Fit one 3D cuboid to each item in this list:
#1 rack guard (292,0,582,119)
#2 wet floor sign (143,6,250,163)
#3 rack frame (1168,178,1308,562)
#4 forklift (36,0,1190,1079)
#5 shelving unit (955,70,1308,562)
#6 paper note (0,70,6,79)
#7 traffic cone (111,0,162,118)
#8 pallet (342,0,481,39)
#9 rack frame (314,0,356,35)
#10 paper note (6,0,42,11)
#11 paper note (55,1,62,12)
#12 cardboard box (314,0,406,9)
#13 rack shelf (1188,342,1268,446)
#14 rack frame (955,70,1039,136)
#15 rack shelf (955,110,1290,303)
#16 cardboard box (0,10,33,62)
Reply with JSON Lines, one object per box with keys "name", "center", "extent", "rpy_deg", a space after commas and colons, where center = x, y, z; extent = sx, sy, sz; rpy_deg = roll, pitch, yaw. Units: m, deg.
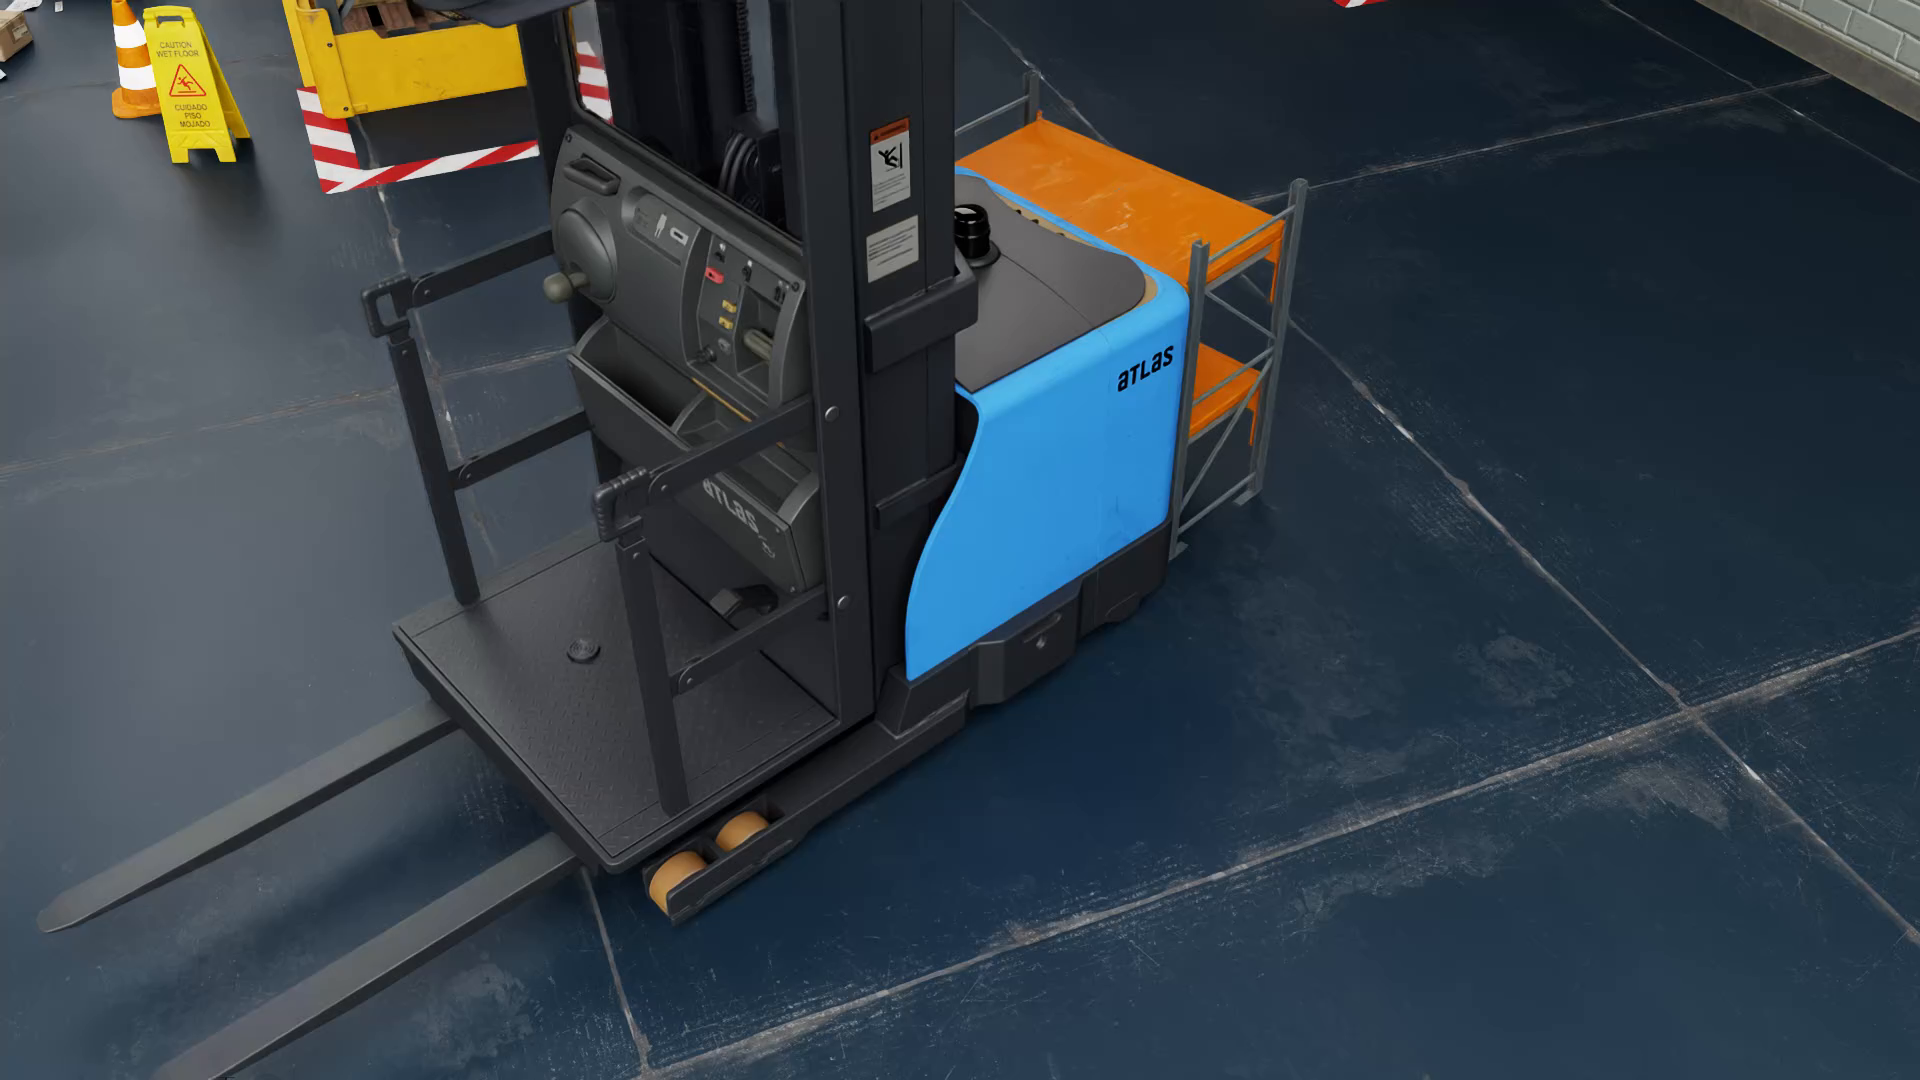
{"name": "rack guard", "center": [-2.358, -2.310, 7.553], "extent": [1.175, 0.500, 0.348], "rpy_deg": [-15, 43, -17]}
{"name": "wet floor sign", "center": [-3.245, -1.938, 7.009], "extent": [0.267, 0.644, 0.232], "rpy_deg": [-2, 41, -2]}
{"name": "rack frame", "center": [0.803, -0.478, 4.943], "extent": [0.032, 1.125, 0.500], "rpy_deg": [32, 50, 32]}
{"name": "forklift", "center": [-0.809, -0.556, 3.649], "extent": [3.031, 2.935, 1.130], "rpy_deg": [-30, 49, -30]}
{"name": "shelving unit", "center": [0.435, -0.706, 5.209], "extent": [1.048, 1.125, 0.538], "rpy_deg": [32, 50, 32]}
{"name": "paper note", "center": [-4.530, -2.159, 7.737], "extent": [0.148, 0.019, 0.142], "rpy_deg": [-31, 49, -31]}
{"name": "traffic cone", "center": [-3.686, -2.187, 7.439], "extent": [0.336, 0.463, 0.334], "rpy_deg": [-15, 43, -17]}
{"name": "pallet", "center": [-2.637, -2.699, 8.226], "extent": [1.003, 0.211, 1.213], "rpy_deg": [-15, 43, -17]}
{"name": "rack frame", "center": [-2.329, -3.212, 6.685], "extent": [1.000, 3.000, 0.127], "rpy_deg": [-15, 43, -17]}
{"name": "paper note", "center": [-4.717, -2.704, 8.380], "extent": [0.148, 0.019, 0.142], "rpy_deg": [-2, 41, -2]}
{"name": "paper note", "center": [-4.532, -2.683, 8.363], "extent": [0.032, 0.001, 0.123], "rpy_deg": [-15, 43, -17]}
{"name": "cardboard box", "center": [-2.896, -2.763, 7.949], "extent": [0.500, 0.250, 0.500], "rpy_deg": [-15, 43, -17]}
{"name": "rack shelf", "center": [0.435, -0.521, 5.368], "extent": [1.000, 0.278, 0.538], "rpy_deg": [32, 50, 32]}
{"name": "rack frame", "center": [0.066, -0.935, 5.475], "extent": [0.032, 1.125, 0.500], "rpy_deg": [32, 50, 32]}
{"name": "rack shelf", "center": [0.435, -0.928, 5.018], "extent": [1.000, 0.278, 0.538], "rpy_deg": [32, 50, 32]}
{"name": "cardboard box", "center": [-4.697, -2.416, 7.946], "extent": [0.380, 0.149, 0.250], "rpy_deg": [5, 41, 6]}
